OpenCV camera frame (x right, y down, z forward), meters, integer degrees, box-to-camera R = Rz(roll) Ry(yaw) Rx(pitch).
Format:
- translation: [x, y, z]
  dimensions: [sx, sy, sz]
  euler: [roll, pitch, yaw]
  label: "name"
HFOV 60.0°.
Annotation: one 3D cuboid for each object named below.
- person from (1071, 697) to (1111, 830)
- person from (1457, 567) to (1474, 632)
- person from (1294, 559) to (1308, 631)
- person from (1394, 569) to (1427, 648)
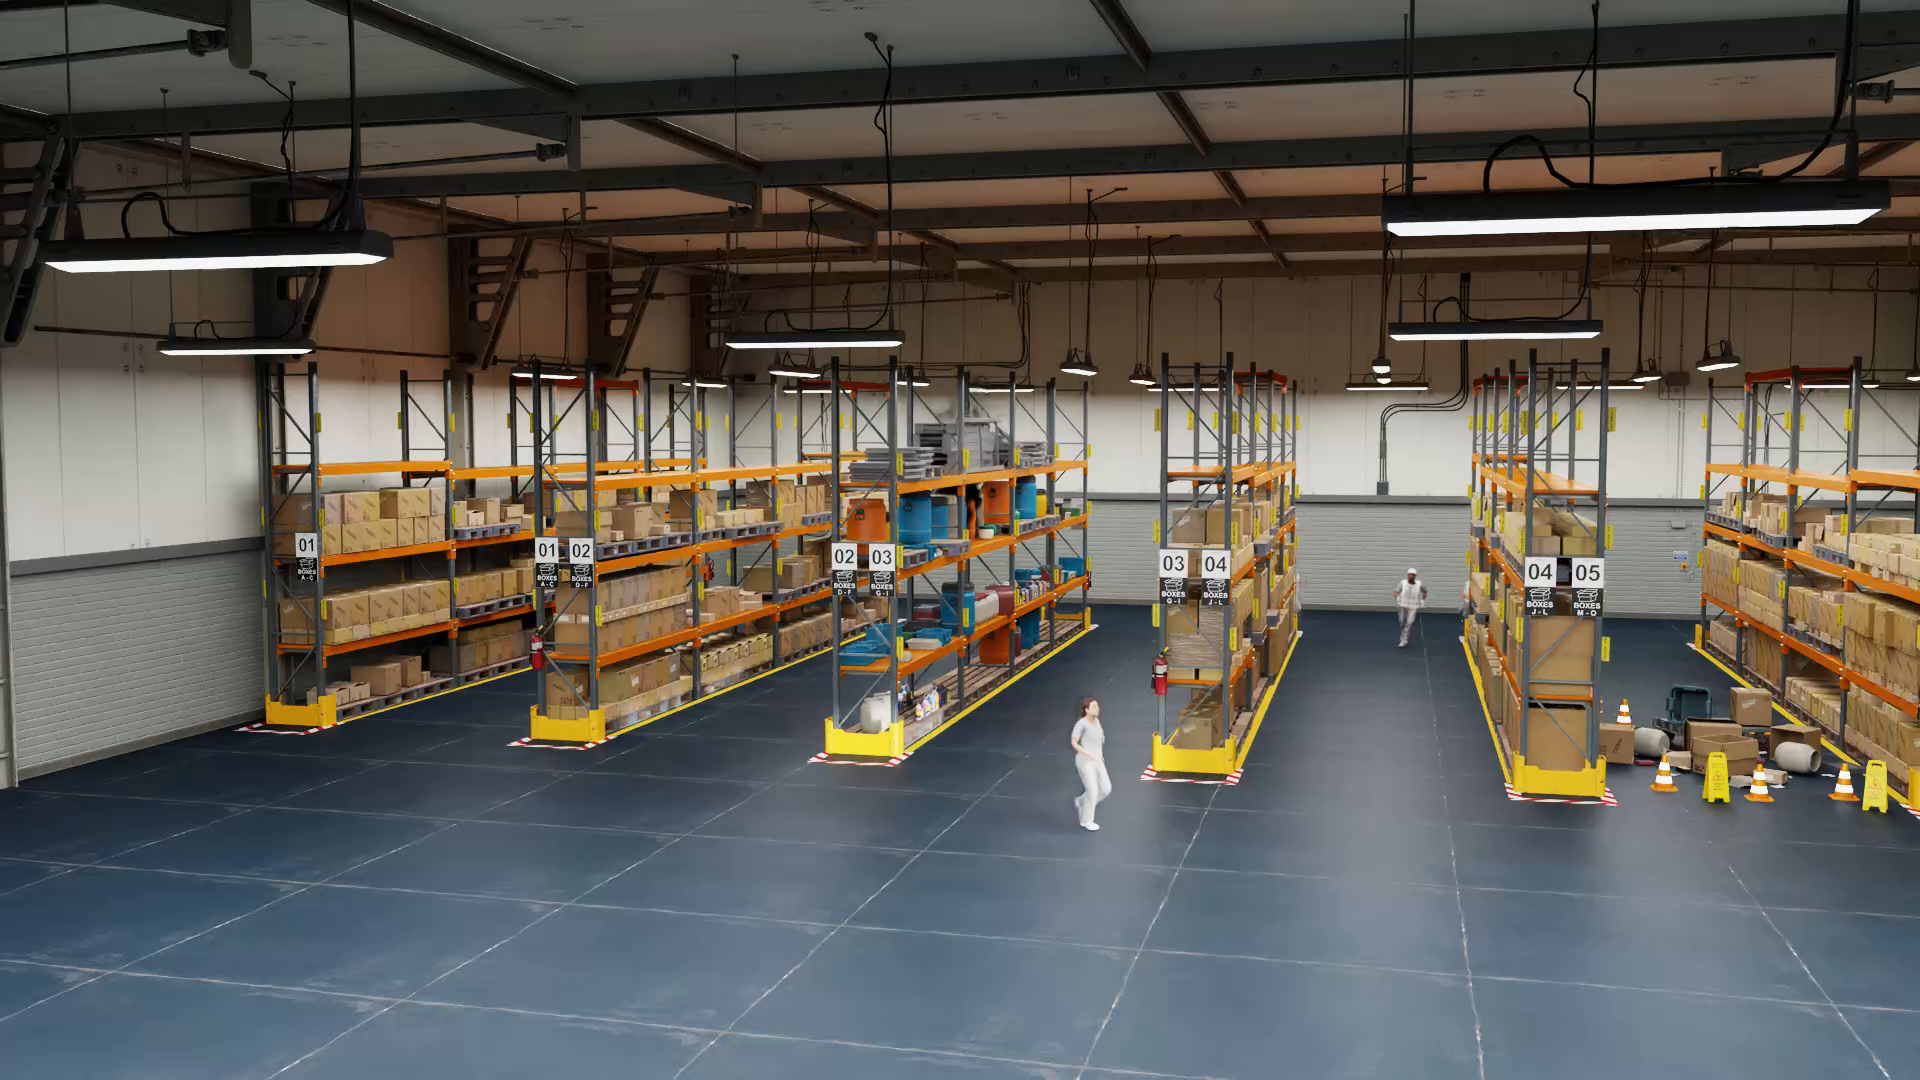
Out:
- translation: [1.582, 2.747, 20.505]
  dimensions: [0.557, 1.635, 0.575]
  euler: [4, 6, 44]
  label: "person"
- translation: [12.052, 1.390, 39.364]
  dimensions: [0.469, 1.680, 0.831]
  euler: [0, 4, 7]
  label: "person"
- translation: [7.993, 1.310, 40.050]
  dimensions: [0.712, 1.808, 0.651]
  euler: [3, 5, 37]
  label: "person"
- translation: [10.088, 1.510, 37.277]
  dimensions: [0.704, 1.751, 0.983]
  euler: [2, 4, 21]
  label: "person"
